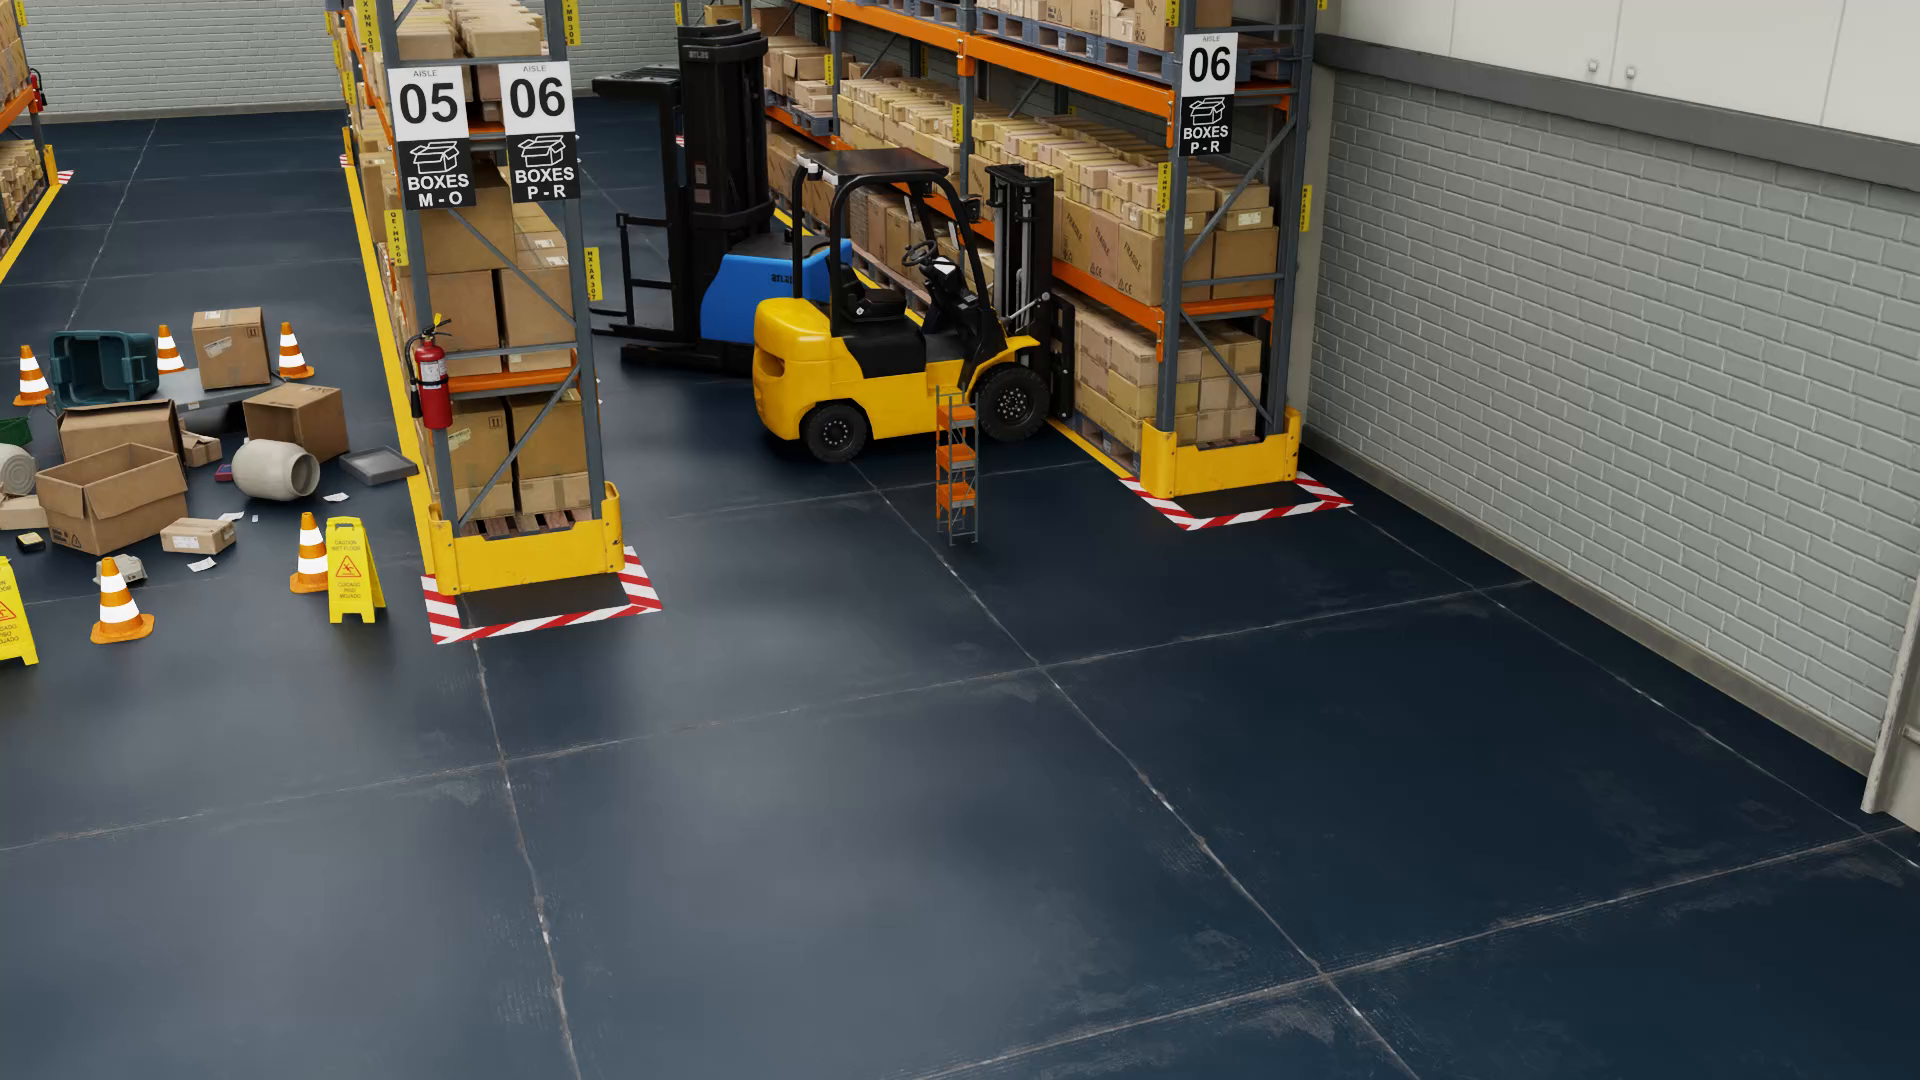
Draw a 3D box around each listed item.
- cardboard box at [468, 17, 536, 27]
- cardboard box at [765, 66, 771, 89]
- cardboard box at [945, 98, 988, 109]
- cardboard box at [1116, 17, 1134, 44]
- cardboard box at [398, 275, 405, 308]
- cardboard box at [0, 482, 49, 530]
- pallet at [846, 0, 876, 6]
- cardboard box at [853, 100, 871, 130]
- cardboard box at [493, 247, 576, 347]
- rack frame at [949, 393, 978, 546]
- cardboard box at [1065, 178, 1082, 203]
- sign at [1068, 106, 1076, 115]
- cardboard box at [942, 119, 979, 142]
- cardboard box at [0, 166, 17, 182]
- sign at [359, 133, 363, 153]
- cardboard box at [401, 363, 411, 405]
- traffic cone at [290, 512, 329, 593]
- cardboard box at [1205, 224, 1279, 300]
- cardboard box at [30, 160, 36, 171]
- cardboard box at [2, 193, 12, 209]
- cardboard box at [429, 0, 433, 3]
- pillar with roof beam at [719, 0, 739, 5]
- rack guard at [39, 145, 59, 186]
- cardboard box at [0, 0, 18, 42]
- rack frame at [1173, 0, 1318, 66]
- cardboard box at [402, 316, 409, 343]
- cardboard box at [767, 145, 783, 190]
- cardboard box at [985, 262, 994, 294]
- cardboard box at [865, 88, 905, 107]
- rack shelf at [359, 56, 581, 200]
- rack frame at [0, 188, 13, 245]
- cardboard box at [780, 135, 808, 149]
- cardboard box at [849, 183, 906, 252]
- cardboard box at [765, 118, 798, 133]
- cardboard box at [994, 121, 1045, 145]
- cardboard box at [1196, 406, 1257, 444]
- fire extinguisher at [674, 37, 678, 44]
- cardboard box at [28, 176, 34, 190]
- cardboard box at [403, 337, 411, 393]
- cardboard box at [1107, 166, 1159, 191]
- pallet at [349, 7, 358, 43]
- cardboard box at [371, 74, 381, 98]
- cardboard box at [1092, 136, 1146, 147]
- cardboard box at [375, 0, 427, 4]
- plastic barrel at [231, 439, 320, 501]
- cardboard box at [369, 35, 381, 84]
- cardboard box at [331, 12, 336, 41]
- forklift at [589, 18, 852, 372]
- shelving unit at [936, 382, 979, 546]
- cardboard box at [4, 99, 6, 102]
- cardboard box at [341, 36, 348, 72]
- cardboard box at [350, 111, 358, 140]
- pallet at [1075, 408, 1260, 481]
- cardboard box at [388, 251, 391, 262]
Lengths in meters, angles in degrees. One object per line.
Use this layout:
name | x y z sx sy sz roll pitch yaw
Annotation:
cardboard box | -2.812 -3.121 10.227 0.380 0.149 0.250 -8 24 -19
cardboard box | -2.208 -5.758 20.681 0.396 0.266 0.258 -7 24 -16
cardboard box | 0.068 -4.339 16.720 0.380 0.149 0.250 -8 24 -19
cardboard box | 1.323 -3.589 11.695 0.380 0.149 0.250 -9 24 -21
cardboard box | -3.538 -1.848 11.262 0.500 0.500 0.500 -8 24 -19
cardboard box | -6.421 -0.247 11.494 0.396 0.266 0.258 -4 23 -10
pallet | -0.603 -5.791 17.509 1.213 0.211 1.003 -7 24 -17
cardboard box | -0.822 -4.515 17.649 0.500 0.250 0.500 -8 24 -17
cardboard box | -2.650 -1.534 10.517 0.500 0.500 0.500 -9 24 -20
rack frame | 0.024 -0.459 10.987 0.200 1.050 0.008 -8 24 -19
cardboard box | 1.039 -2.719 12.874 0.380 0.149 0.250 -8 24 -19
sign | 1.005 -3.789 15.161 0.100 0.325 0.005 -8 24 -19
cardboard box | 0.050 -3.807 15.456 0.380 0.149 0.250 -9 24 -20
cardboard box | -11.809 -4.482 20.385 0.380 0.149 0.250 -8 24 -18
sign | -4.674 -3.051 13.135 0.100 0.325 0.005 -8 24 -19
cardboard box | -4.200 -1.270 13.400 0.500 0.250 0.500 -10 25 -21
traffic cone | -4.101 0.049 10.539 0.336 0.463 0.334 -8 24 -19
cardboard box | 1.985 -2.088 12.212 0.500 0.500 0.500 -8 24 -17
cardboard box | -12.351 -4.914 21.795 0.380 0.149 0.250 -9 25 -21
cardboard box | -11.406 -3.978 19.573 0.380 0.149 0.250 -7 24 -17
cardboard box | -3.839 -4.143 12.653 0.380 0.149 0.250 -8 24 -18
pillar with roof beam | -7.889 -10.914 25.559 9.100 9.000 0.400 -8 24 -19
rack guard | -12.963 -5.059 22.610 1.175 0.500 0.348 -8 24 -19
cardboard box | -12.596 -6.751 21.605 0.500 0.500 0.500 -9 24 -20
rack frame | 1.900 -4.588 10.549 1.000 3.000 0.127 -8 24 -19
cardboard box | -3.931 -1.576 12.327 0.380 0.149 0.250 -7 24 -16
cardboard box | -2.182 -4.827 21.517 0.500 0.500 0.500 -9 24 -20
cardboard box | 0.535 -2.258 14.458 0.500 0.250 0.500 -8 24 -19
cardboard box | -0.775 -4.639 17.431 0.380 0.149 0.250 -8 24 -18
rack shelf | -3.449 -2.919 11.377 1.077 0.370 4.000 -8 24 -19
rack frame | -11.577 -4.785 18.742 1.000 3.000 0.127 -8 24 -19
cardboard box | -2.081 -5.078 21.278 0.380 0.149 0.250 -9 24 -20
cardboard box | -0.719 -3.601 18.448 0.875 0.625 0.625 -8 24 -17
cardboard box | -2.325 -5.407 21.675 0.380 0.149 0.250 -10 25 -22
cardboard box | 0.515 -3.522 14.398 0.380 0.149 0.250 -8 24 -18
cardboard box | 1.909 -0.955 12.654 0.500 0.250 0.500 -8 24 -19
fire extinguisher | -4.237 -7.420 25.571 0.296 0.674 0.183 -8 24 -19
cardboard box | -12.162 -4.597 21.424 0.380 0.149 0.250 -9 25 -21
cardboard box | -4.000 -1.422 12.796 0.500 0.500 0.500 -7 24 -17
cardboard box | 1.324 -2.684 12.409 0.380 0.149 0.250 -8 24 -19
pallet | -4.643 -4.506 14.457 1.213 0.211 1.003 -8 24 -19
cardboard box | -3.715 -3.051 11.088 0.380 0.149 0.250 -9 24 -20
cardboard box | 1.304 -3.215 13.668 0.380 0.149 0.250 -9 24 -20
cardboard box | -3.838 -3.603 11.372 0.380 0.149 0.250 -9 24 -20
plastic barrel | -4.889 -0.497 11.883 0.512 0.421 0.421 8 24 18
cardboard box | -3.540 -3.111 10.717 0.500 0.250 0.500 -8 24 -18
cardboard box | -8.303 -7.061 22.725 0.500 0.500 0.500 -9 24 -20
forklift | -2.524 -3.094 14.816 3.031 2.935 1.130 9 24 19
shelving unit | -0.019 -0.503 11.092 0.215 1.050 0.252 -8 24 -19
cardboard box | -12.238 -5.563 20.911 0.380 0.149 0.250 -9 25 -21
cardboard box | -6.715 -5.445 18.891 0.500 0.500 0.500 -9 24 -20
cardboard box | -6.555 -4.677 18.678 0.500 0.250 0.500 -9 24 -20
pallet | 1.590 -0.811 12.901 1.003 0.211 1.213 -8 24 -19
cardboard box | -4.344 -2.320 13.216 0.380 0.149 0.250 -8 24 -19
